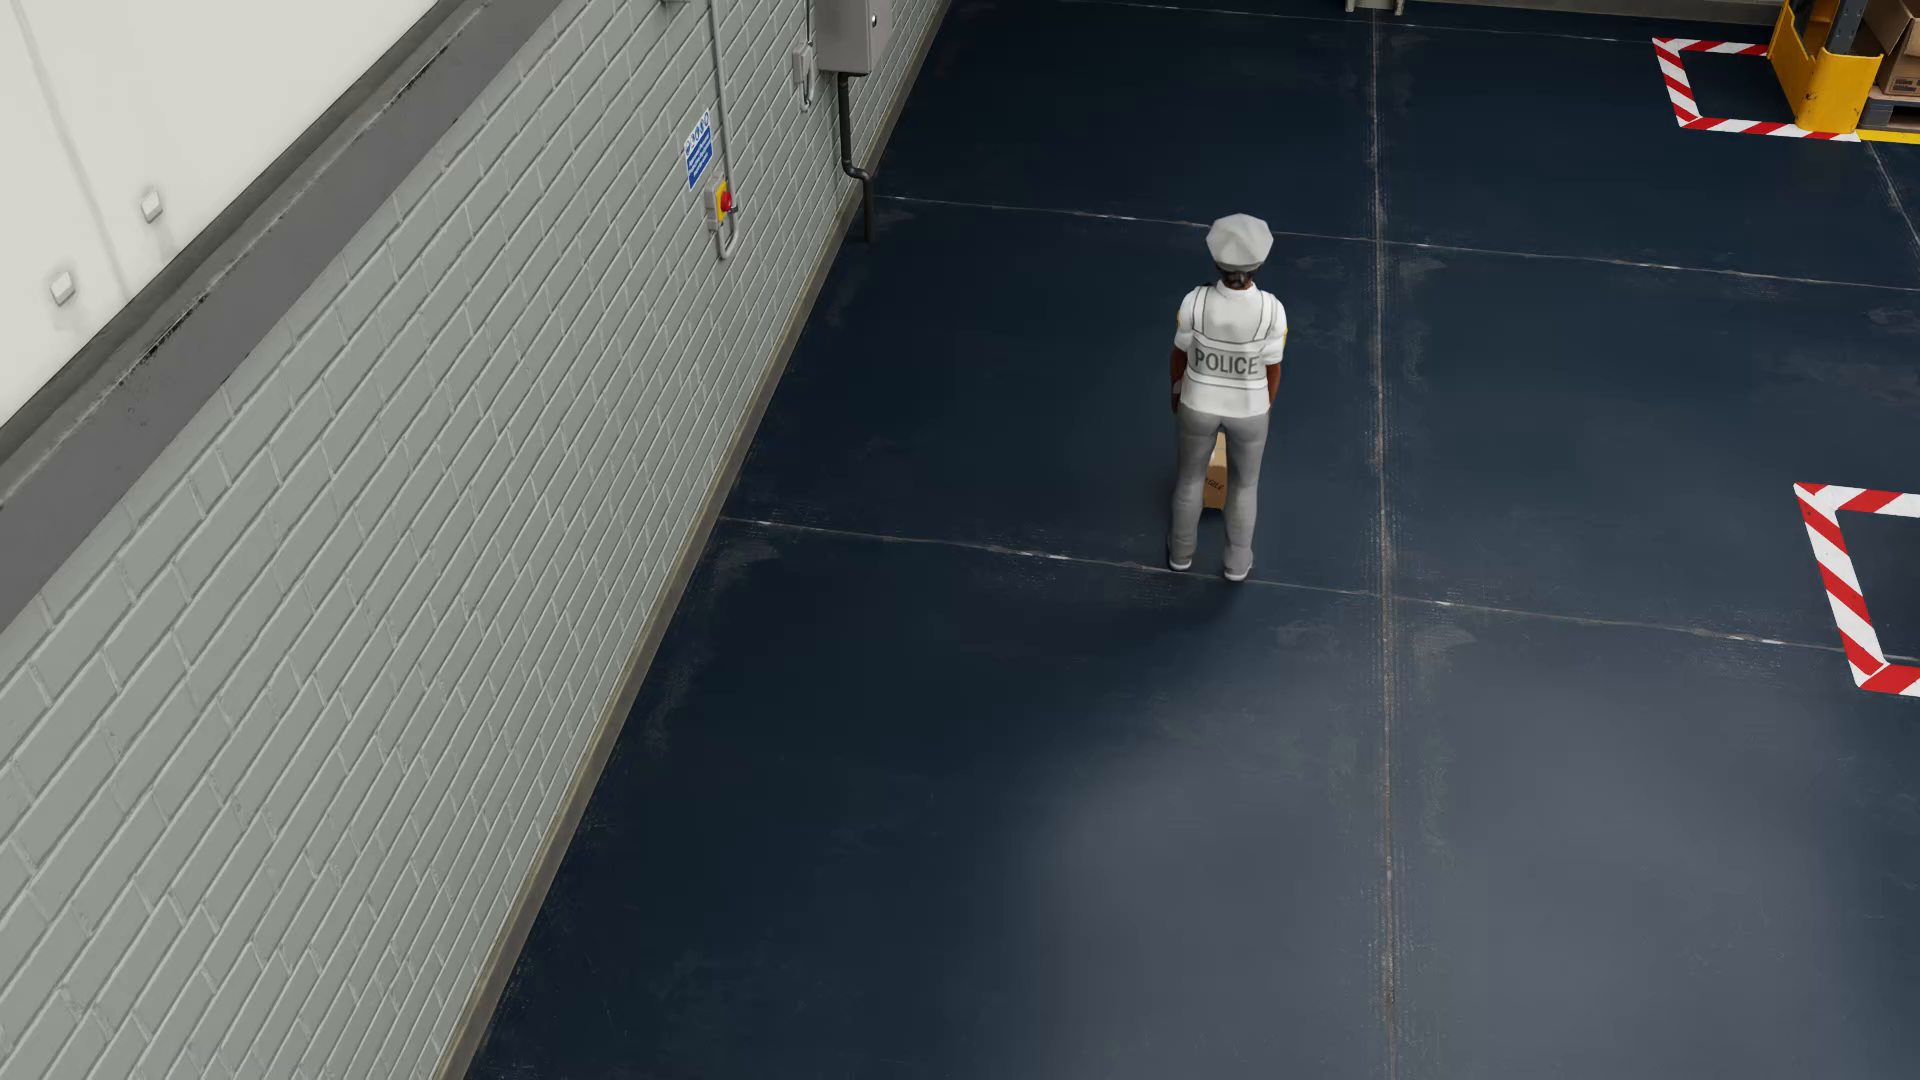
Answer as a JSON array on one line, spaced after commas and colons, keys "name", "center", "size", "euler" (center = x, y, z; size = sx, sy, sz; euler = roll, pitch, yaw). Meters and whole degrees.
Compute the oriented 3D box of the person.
[{"name": "person", "center": [1.068, -0.545, 6.797], "size": [0.452, 1.716, 0.351], "euler": [7, 41, 9]}]
